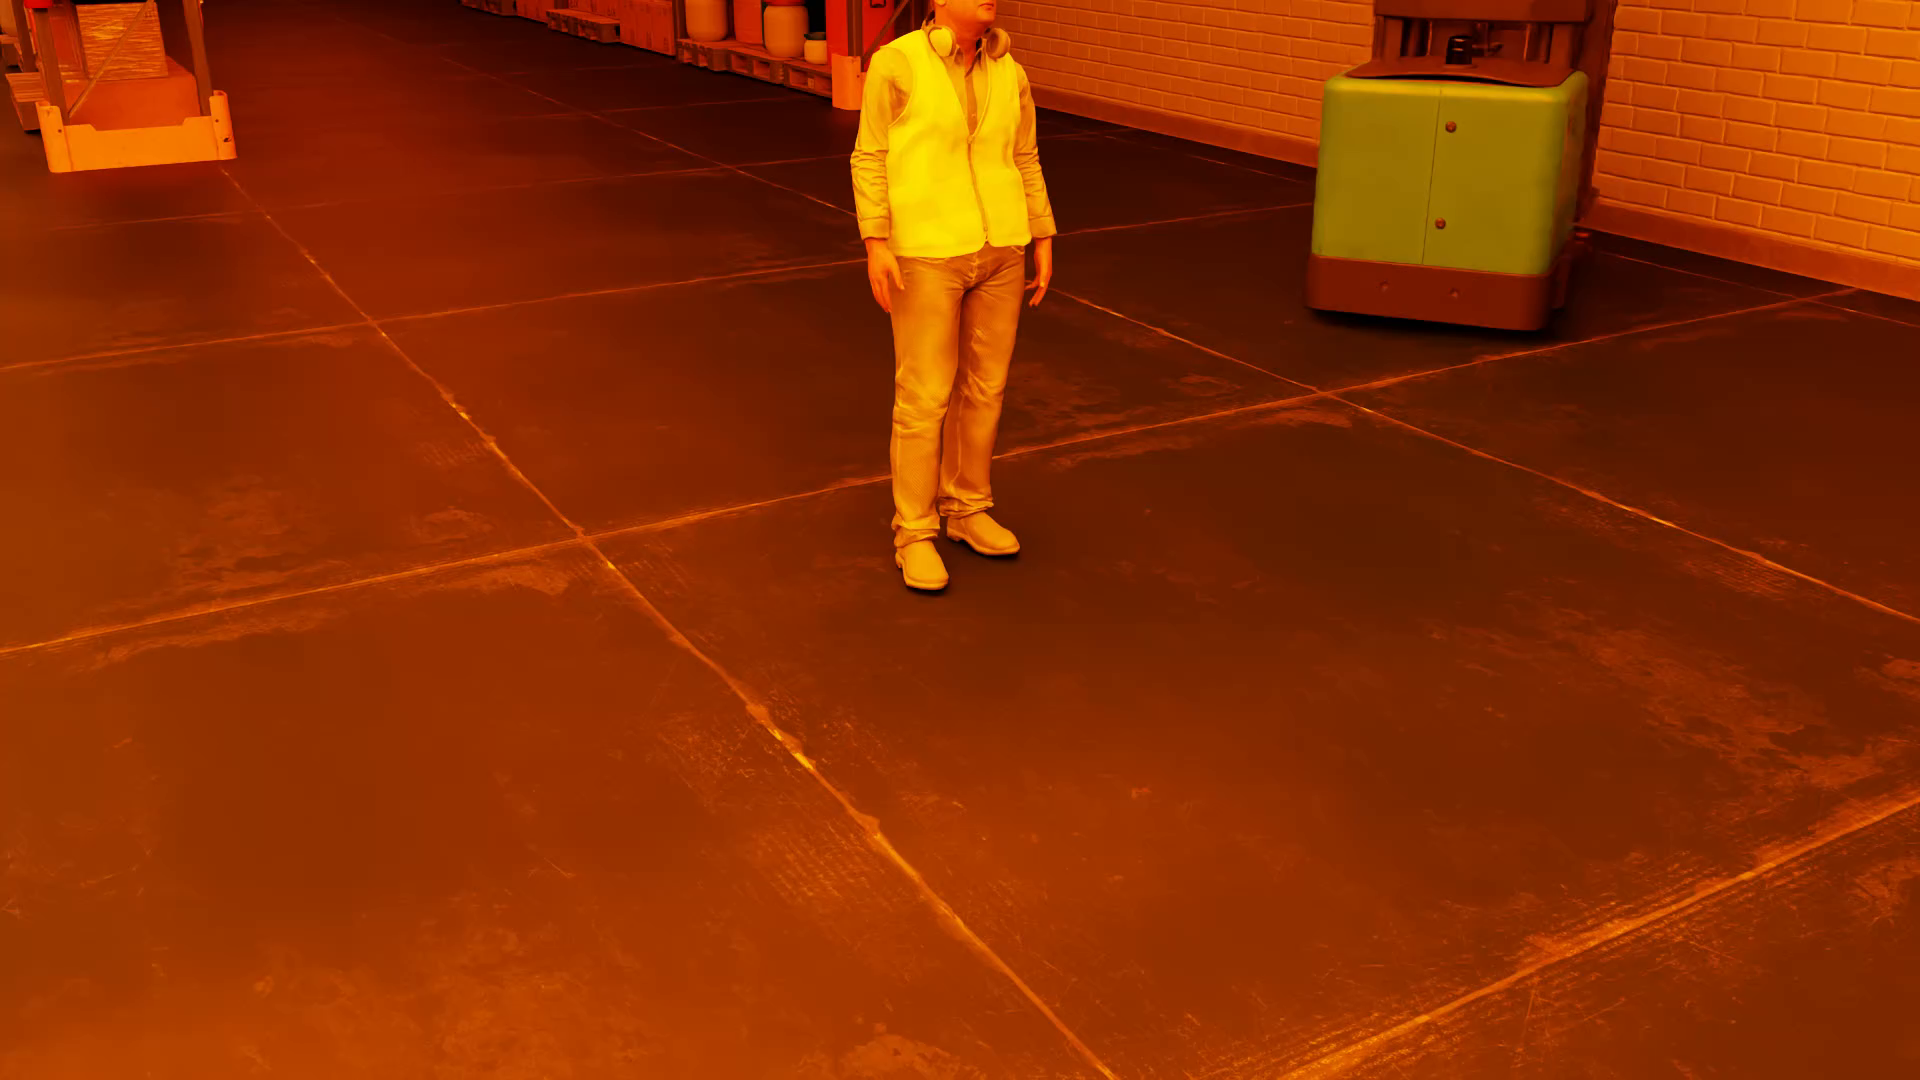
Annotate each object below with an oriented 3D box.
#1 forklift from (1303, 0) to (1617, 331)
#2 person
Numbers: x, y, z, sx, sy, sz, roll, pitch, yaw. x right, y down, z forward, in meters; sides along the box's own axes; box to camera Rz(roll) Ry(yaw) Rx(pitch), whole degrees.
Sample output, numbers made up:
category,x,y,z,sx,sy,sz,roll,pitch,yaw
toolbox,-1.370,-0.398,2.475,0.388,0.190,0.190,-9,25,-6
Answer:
category,x,y,z,sx,sy,sz,roll,pitch,yaw
forklift,2.638,-2.777,8.042,1.130,2.935,3.031,10,24,23
person,0.024,-0.806,4.742,0.632,1.773,0.568,-12,25,-28
